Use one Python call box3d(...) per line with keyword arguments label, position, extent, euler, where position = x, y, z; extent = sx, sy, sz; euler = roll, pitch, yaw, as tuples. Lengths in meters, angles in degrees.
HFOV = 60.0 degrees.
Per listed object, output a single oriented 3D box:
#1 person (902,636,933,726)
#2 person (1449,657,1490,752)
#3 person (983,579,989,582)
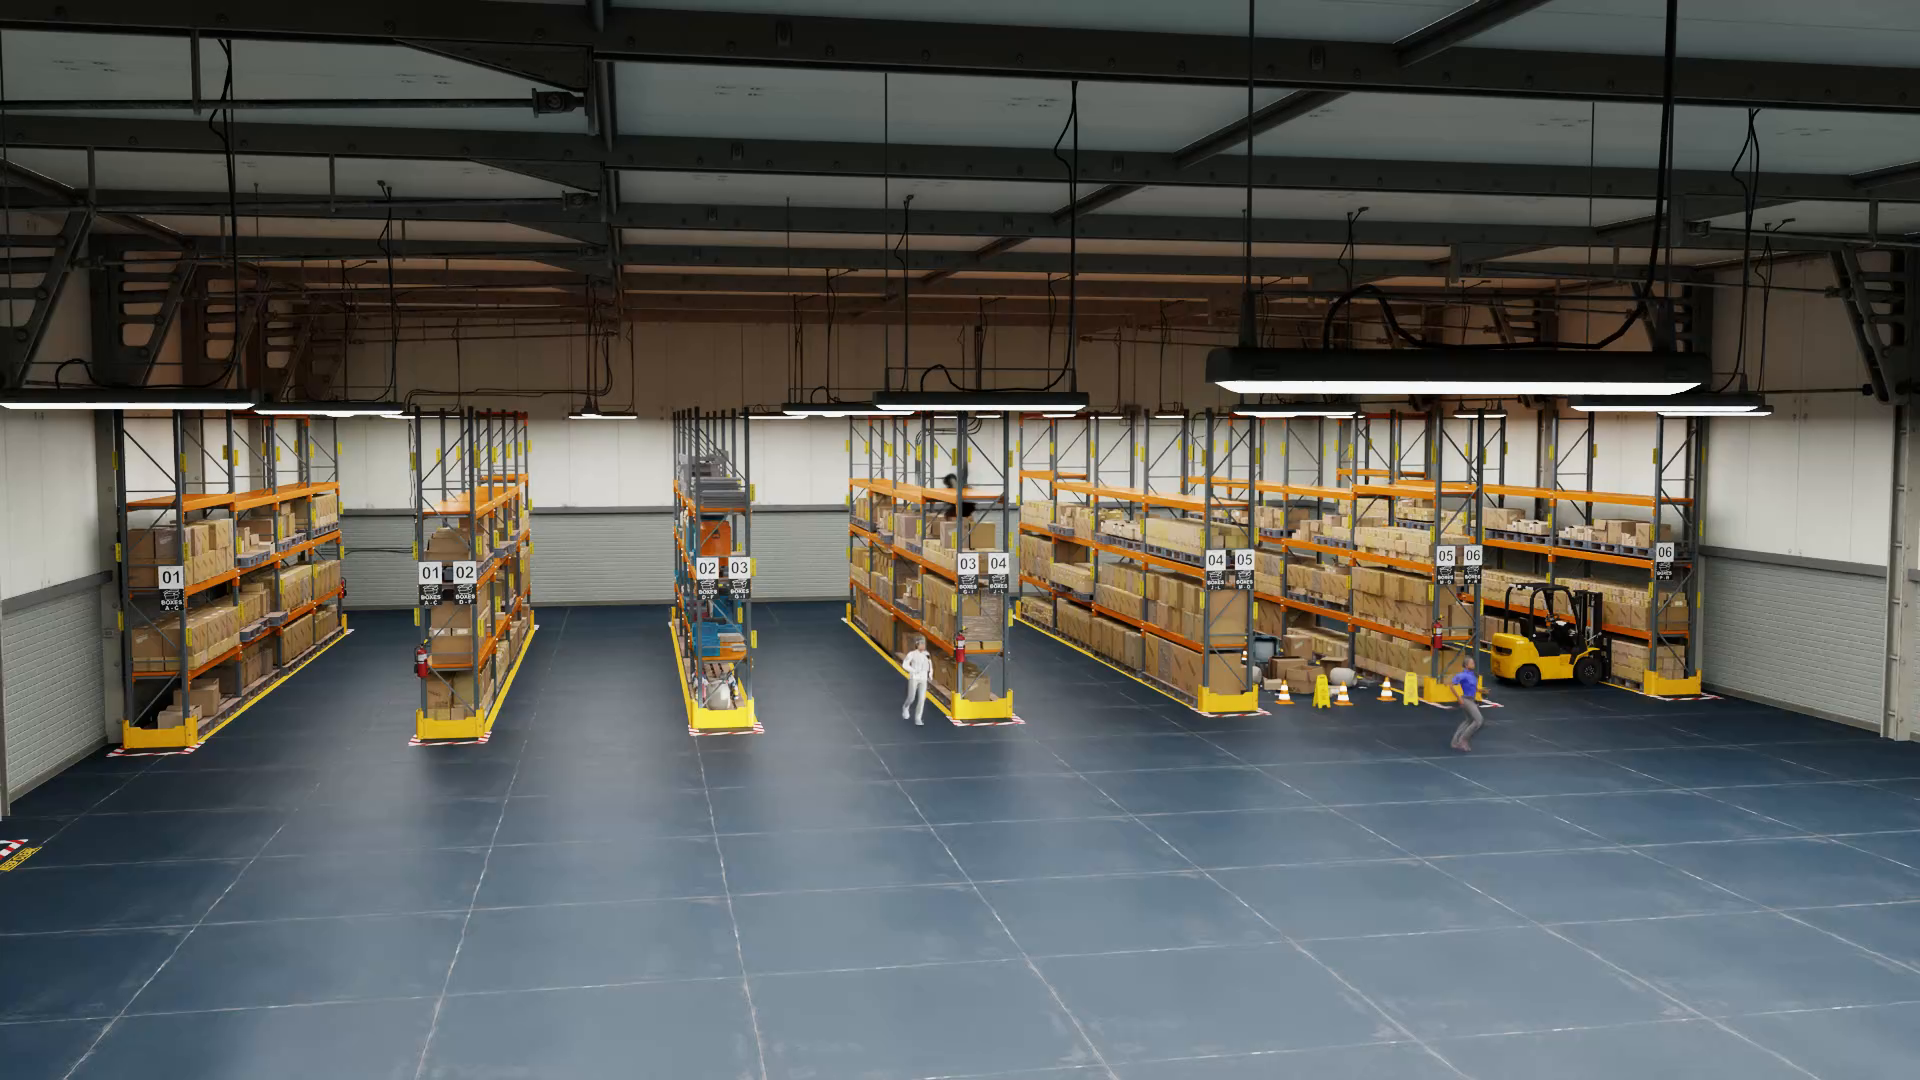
box3d(label="person", position=(-0.769, 2.649, 31.519), extent=(0.670, 1.642, 0.849), euler=(-2, 4, -21))
box3d(label="person", position=(8.848, 2.850, 28.834), extent=(0.652, 1.642, 0.553), euler=(3, 5, 33))
box3d(label="person", position=(0.503, 1.473, 48.981), extent=(0.705, 1.551, 0.538), euler=(3, 5, 35))
